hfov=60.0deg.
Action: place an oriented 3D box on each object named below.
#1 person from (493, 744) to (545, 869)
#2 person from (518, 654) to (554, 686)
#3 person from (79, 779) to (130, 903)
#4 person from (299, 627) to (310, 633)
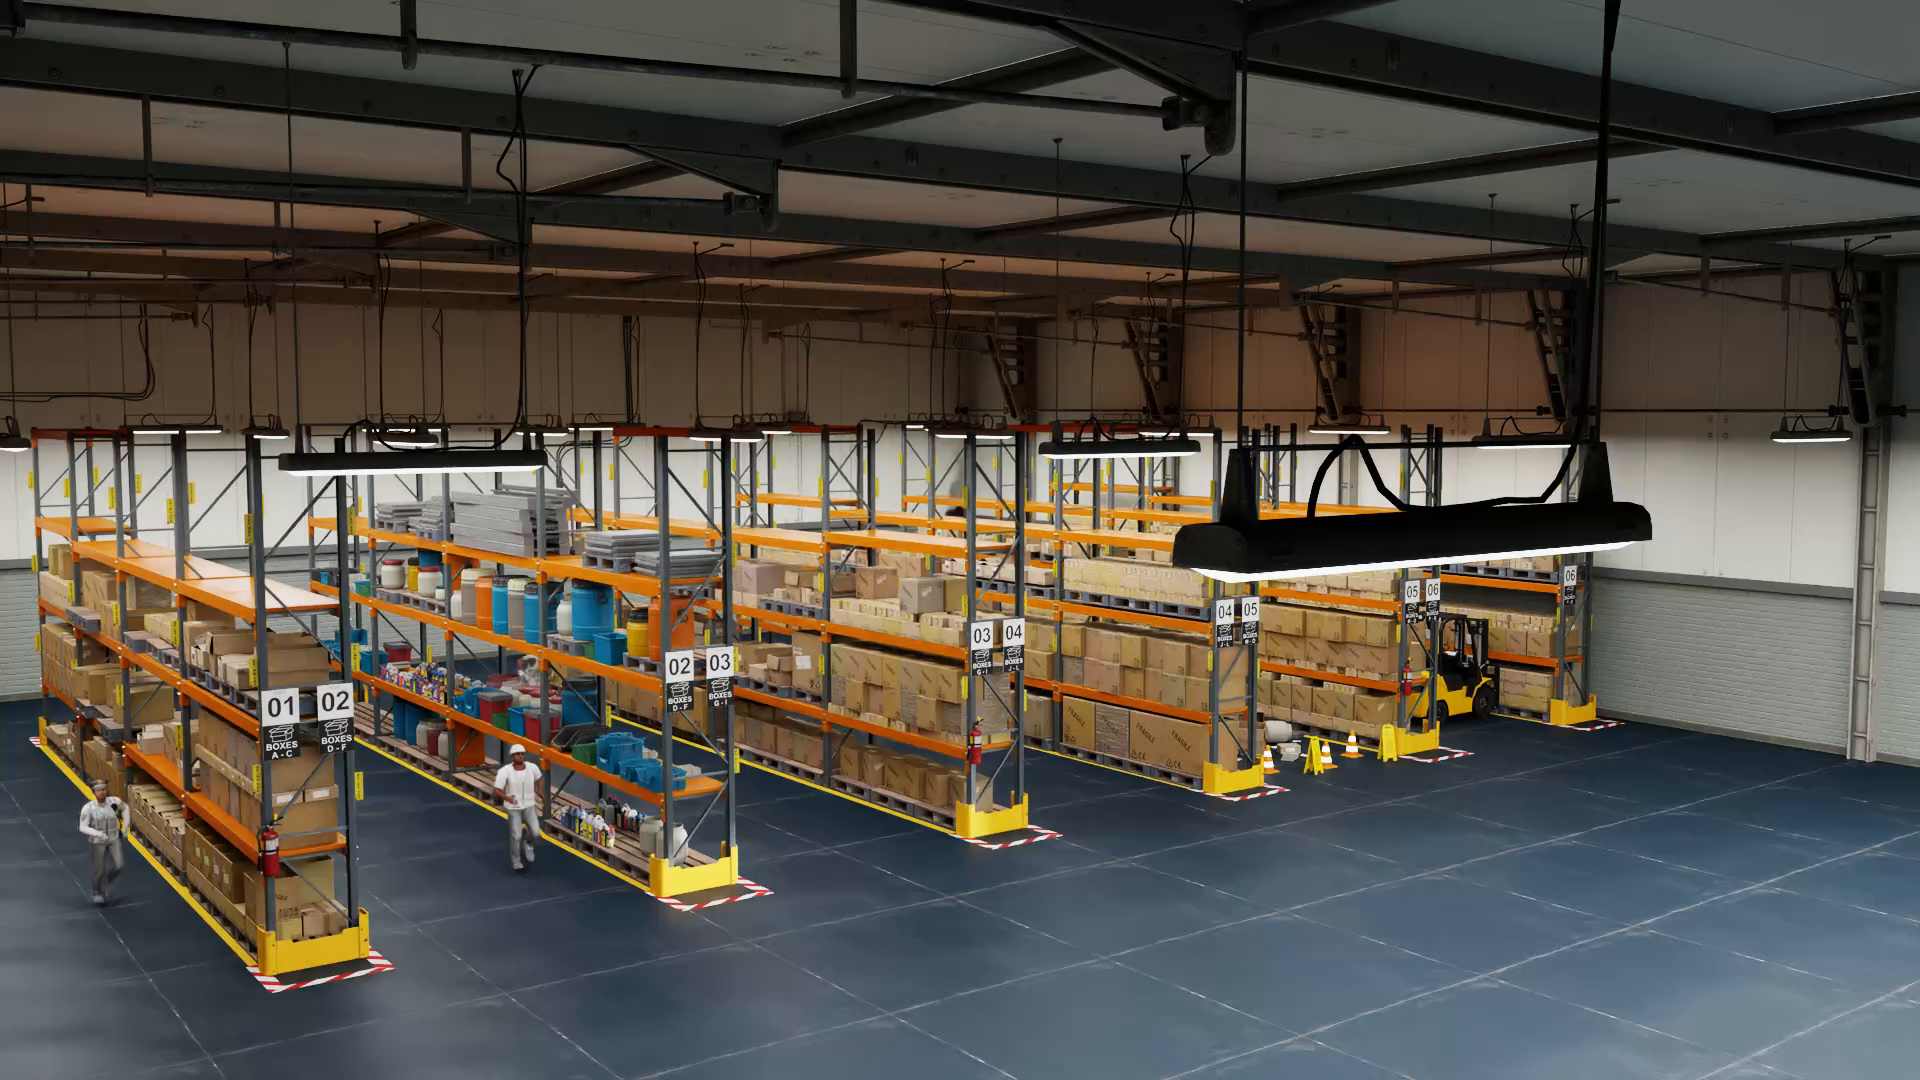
[{"bbox_3d":[-6.023,3.671,22.865,0.738,1.727,0.582,-3,5,-32],"label":"person"},{"bbox_3d":[-8.669,2.877,33.990,0.825,1.591,0.694,4,6,42],"label":"person"},{"bbox_3d":[-10.866,3.833,21.175,0.630,1.652,0.737,-4,6,-38],"label":"person"},{"bbox_3d":[-14.130,2.707,35.678,0.777,1.657,0.601,-3,5,-35],"label":"person"}]
